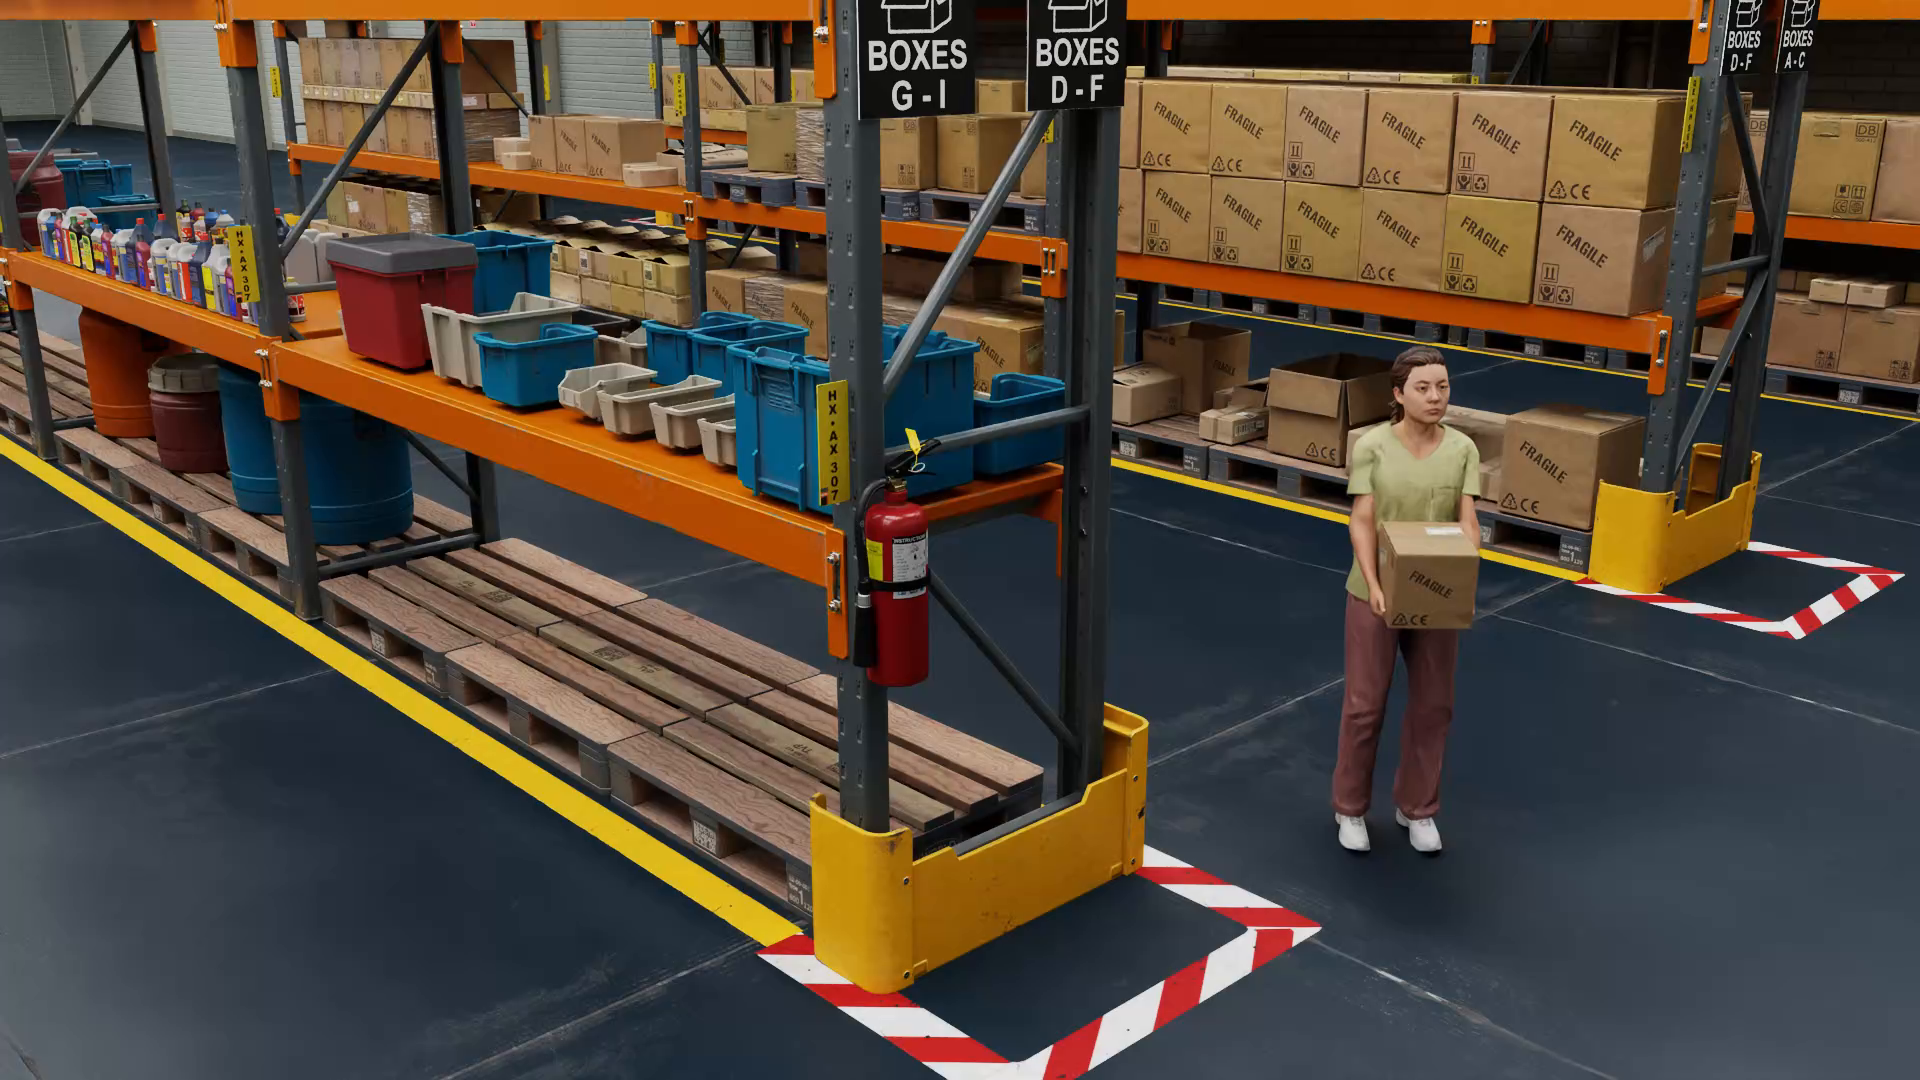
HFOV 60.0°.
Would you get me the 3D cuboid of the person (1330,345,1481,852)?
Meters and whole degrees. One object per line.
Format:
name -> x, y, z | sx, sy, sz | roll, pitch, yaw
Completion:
person -> 1.446, 0.230, 5.368 | 0.424, 1.647, 0.551 | 1, 17, 2
